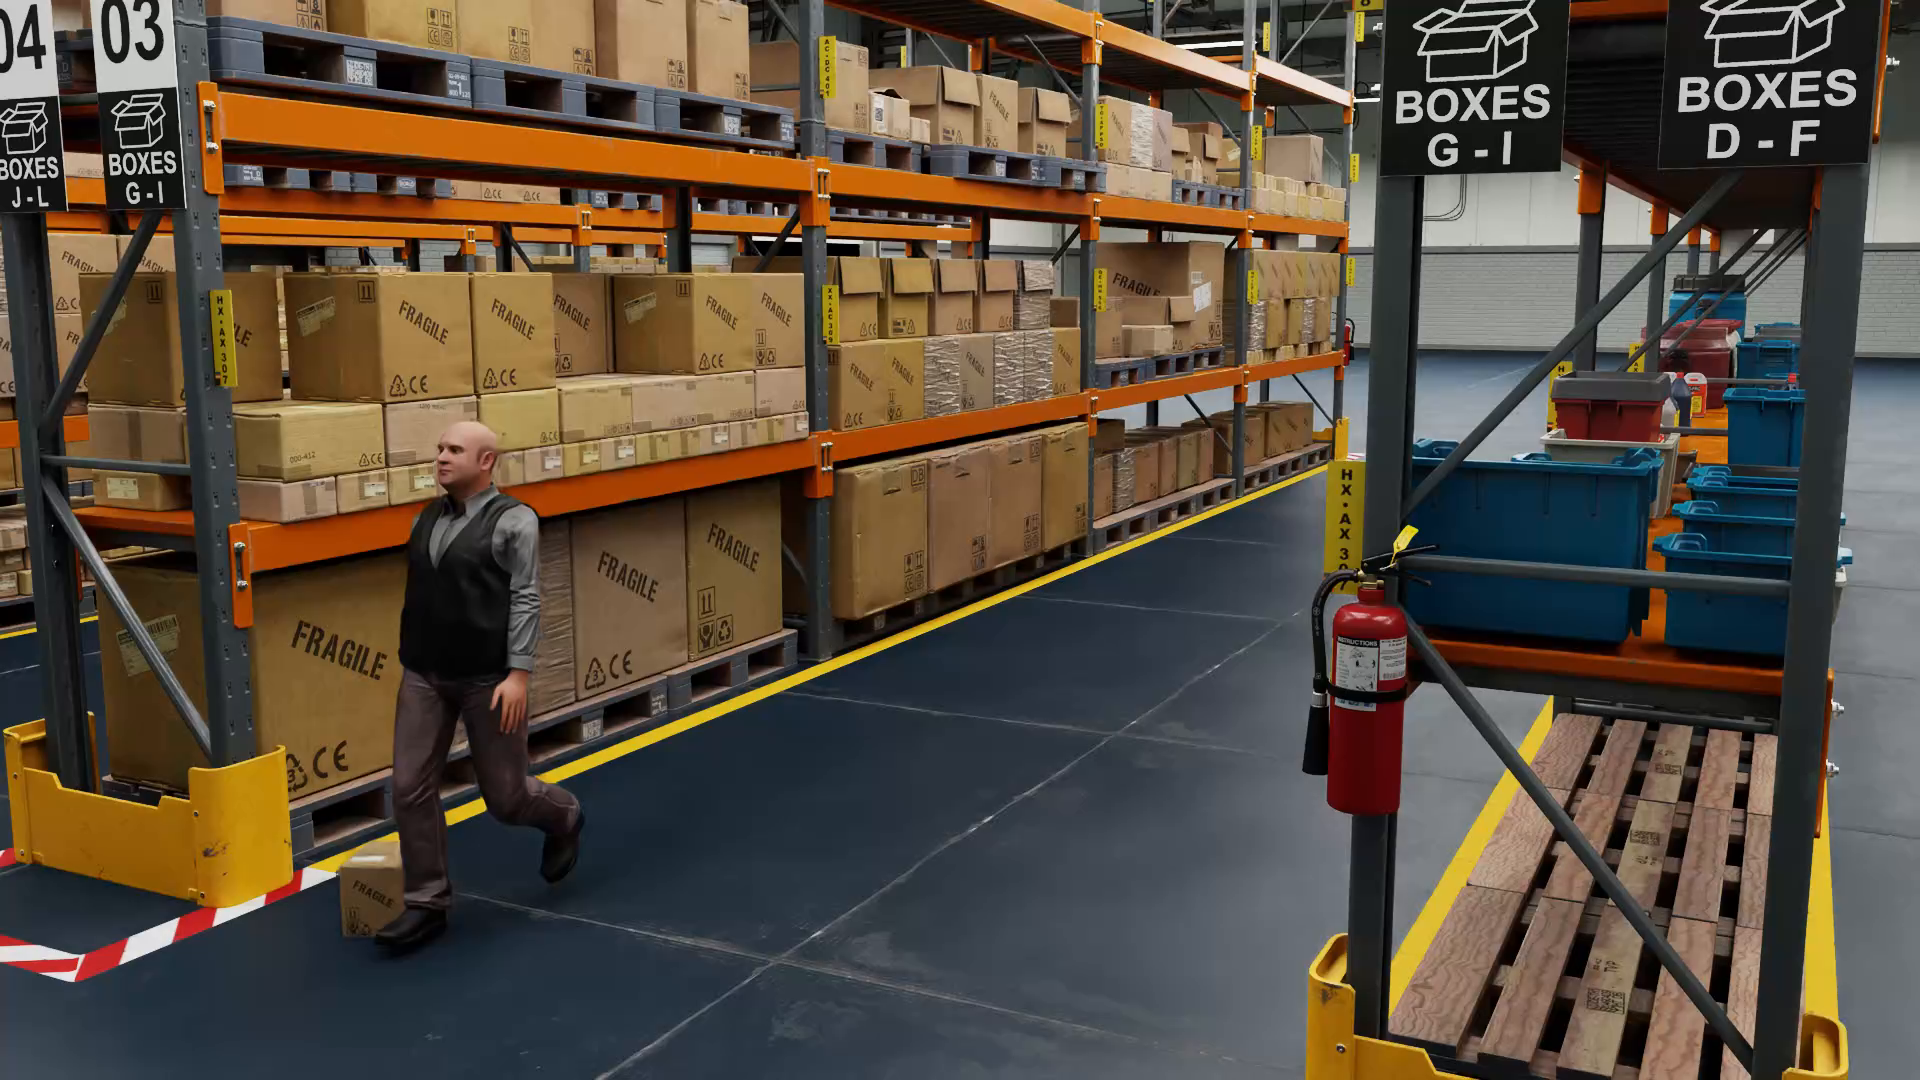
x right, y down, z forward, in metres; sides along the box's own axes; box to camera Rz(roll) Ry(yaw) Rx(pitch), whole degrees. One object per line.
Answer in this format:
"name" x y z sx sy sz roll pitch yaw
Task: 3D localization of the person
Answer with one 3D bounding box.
"person" -1.626 0.450 5.569 0.541 1.686 0.831 3 9 18
